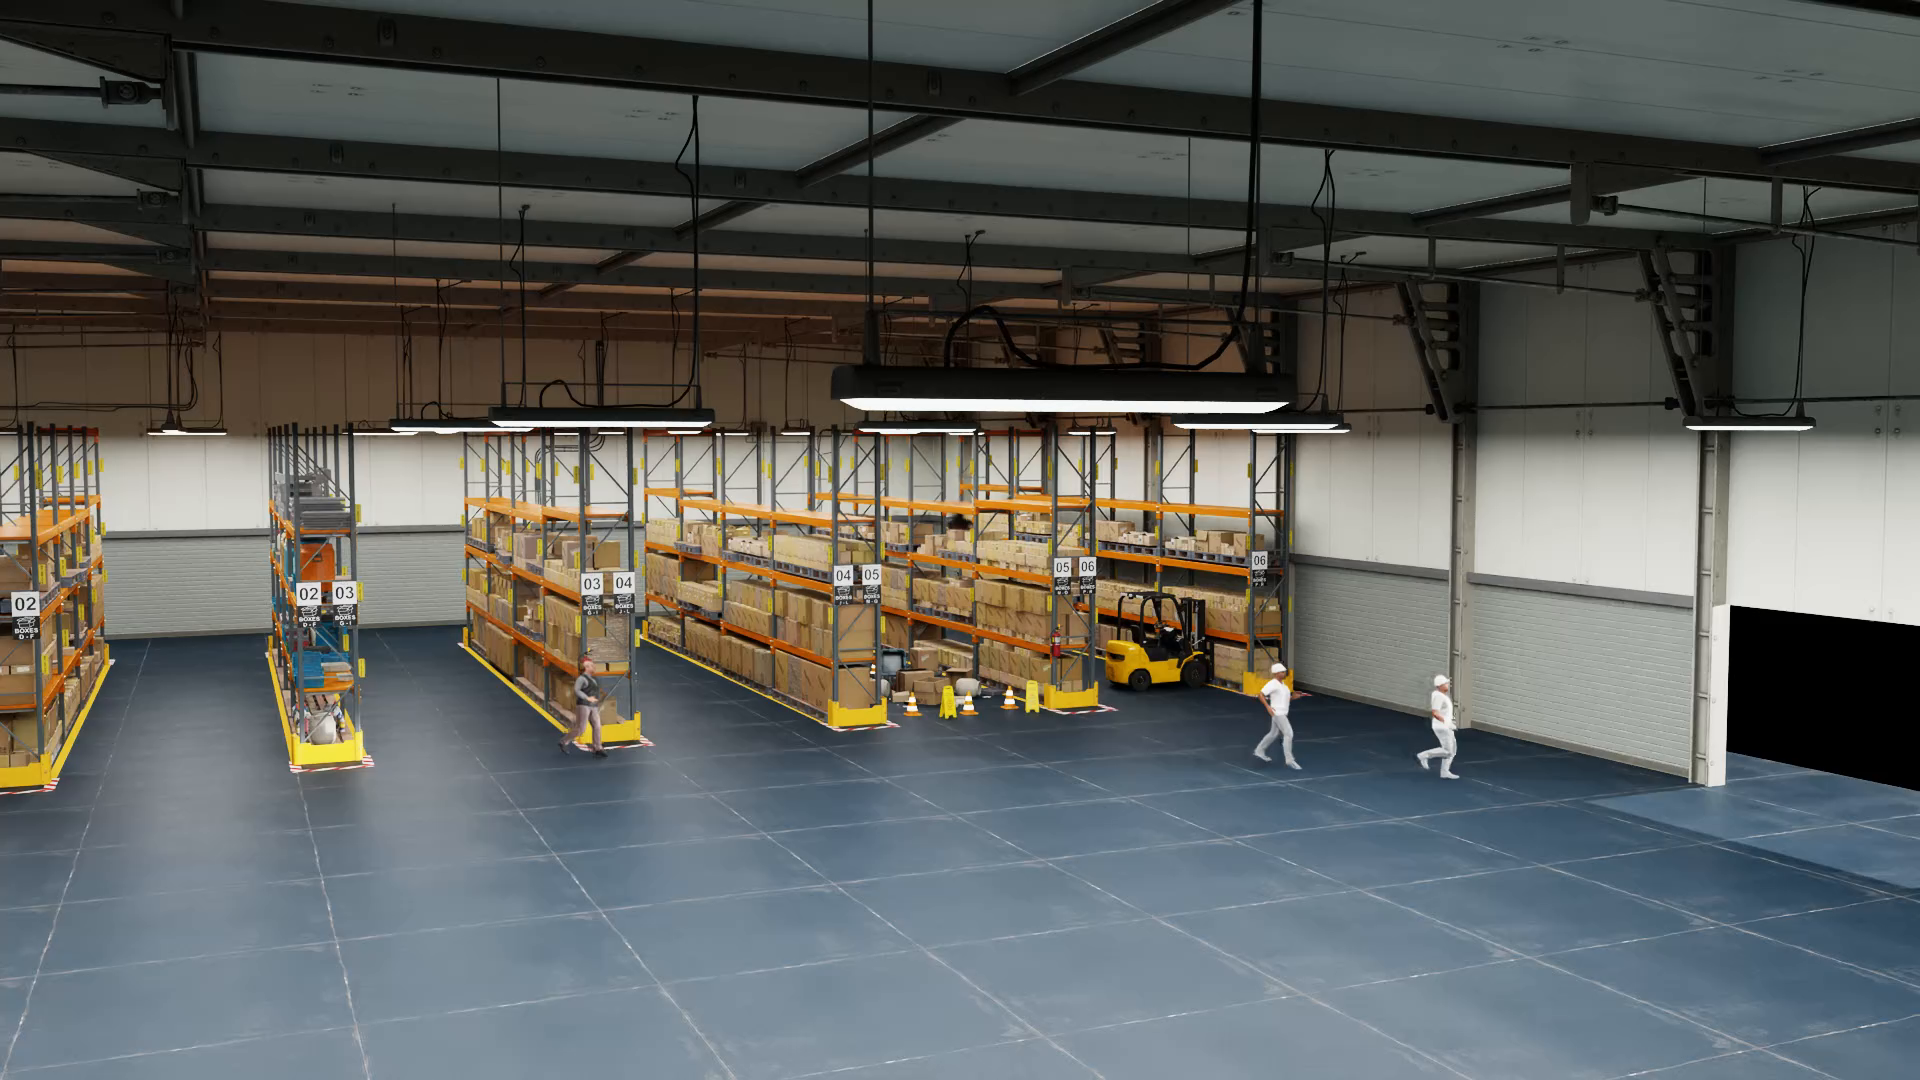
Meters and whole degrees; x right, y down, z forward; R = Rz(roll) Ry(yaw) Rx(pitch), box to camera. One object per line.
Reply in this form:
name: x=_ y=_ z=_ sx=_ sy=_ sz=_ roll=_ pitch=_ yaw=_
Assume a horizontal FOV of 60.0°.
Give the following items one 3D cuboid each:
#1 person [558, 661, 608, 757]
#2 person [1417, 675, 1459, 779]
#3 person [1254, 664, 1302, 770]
person: x=-6.685 y=3.031 z=30.006 sx=0.931 sy=1.691 sz=0.724 roll=1 pitch=4 yaw=19
person: x=8.063 y=3.146 z=27.990 sx=0.689 sy=1.743 sz=0.683 roll=1 pitch=4 yaw=17
person: x=5.550 y=2.989 z=28.961 sx=0.868 sy=1.676 sz=0.685 roll=1 pitch=4 yaw=21
